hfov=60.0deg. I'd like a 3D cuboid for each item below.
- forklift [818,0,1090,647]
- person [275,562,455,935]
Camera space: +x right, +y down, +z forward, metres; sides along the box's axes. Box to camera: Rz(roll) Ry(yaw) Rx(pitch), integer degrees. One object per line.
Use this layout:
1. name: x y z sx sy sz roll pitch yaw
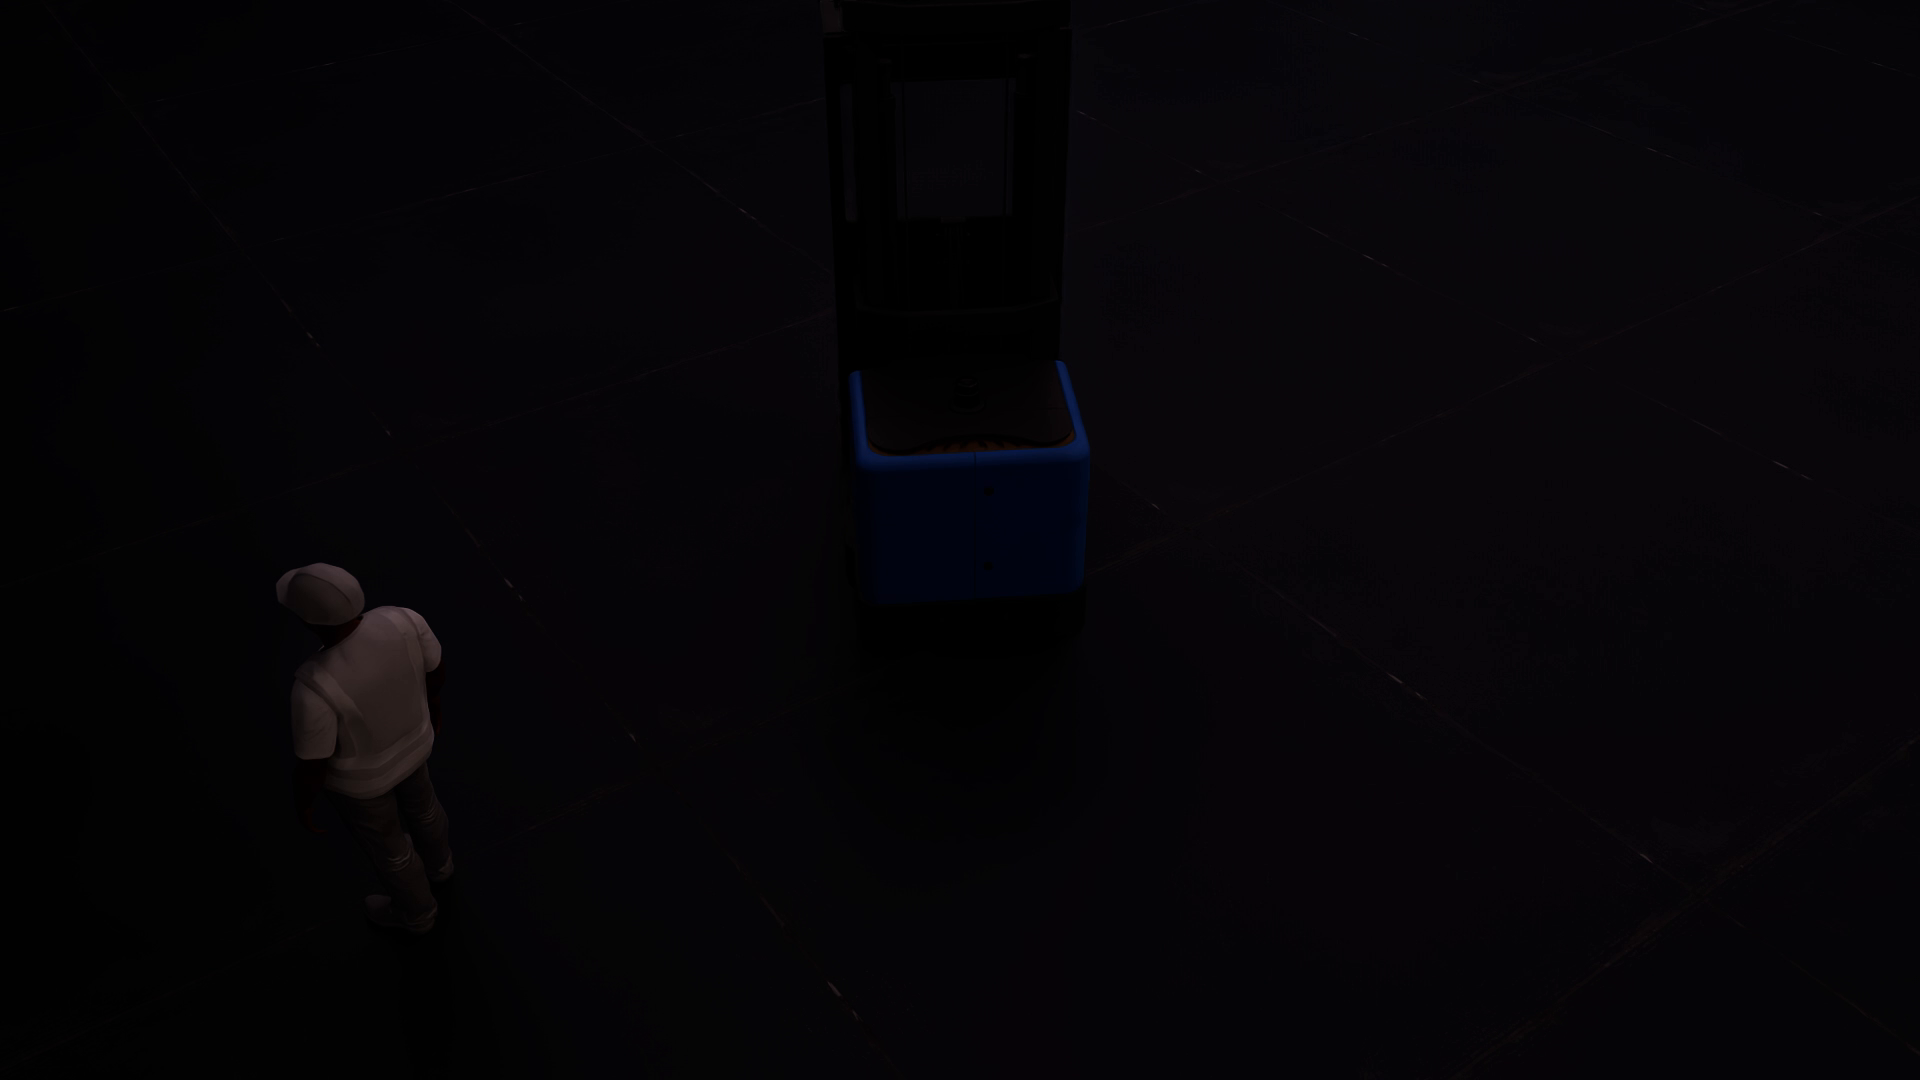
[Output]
1. forklift: -0.082 -1.549 8.039 1.130 2.935 3.031 -3 37 -5
2. person: -2.136 0.738 5.917 0.578 1.767 0.672 19 41 24
